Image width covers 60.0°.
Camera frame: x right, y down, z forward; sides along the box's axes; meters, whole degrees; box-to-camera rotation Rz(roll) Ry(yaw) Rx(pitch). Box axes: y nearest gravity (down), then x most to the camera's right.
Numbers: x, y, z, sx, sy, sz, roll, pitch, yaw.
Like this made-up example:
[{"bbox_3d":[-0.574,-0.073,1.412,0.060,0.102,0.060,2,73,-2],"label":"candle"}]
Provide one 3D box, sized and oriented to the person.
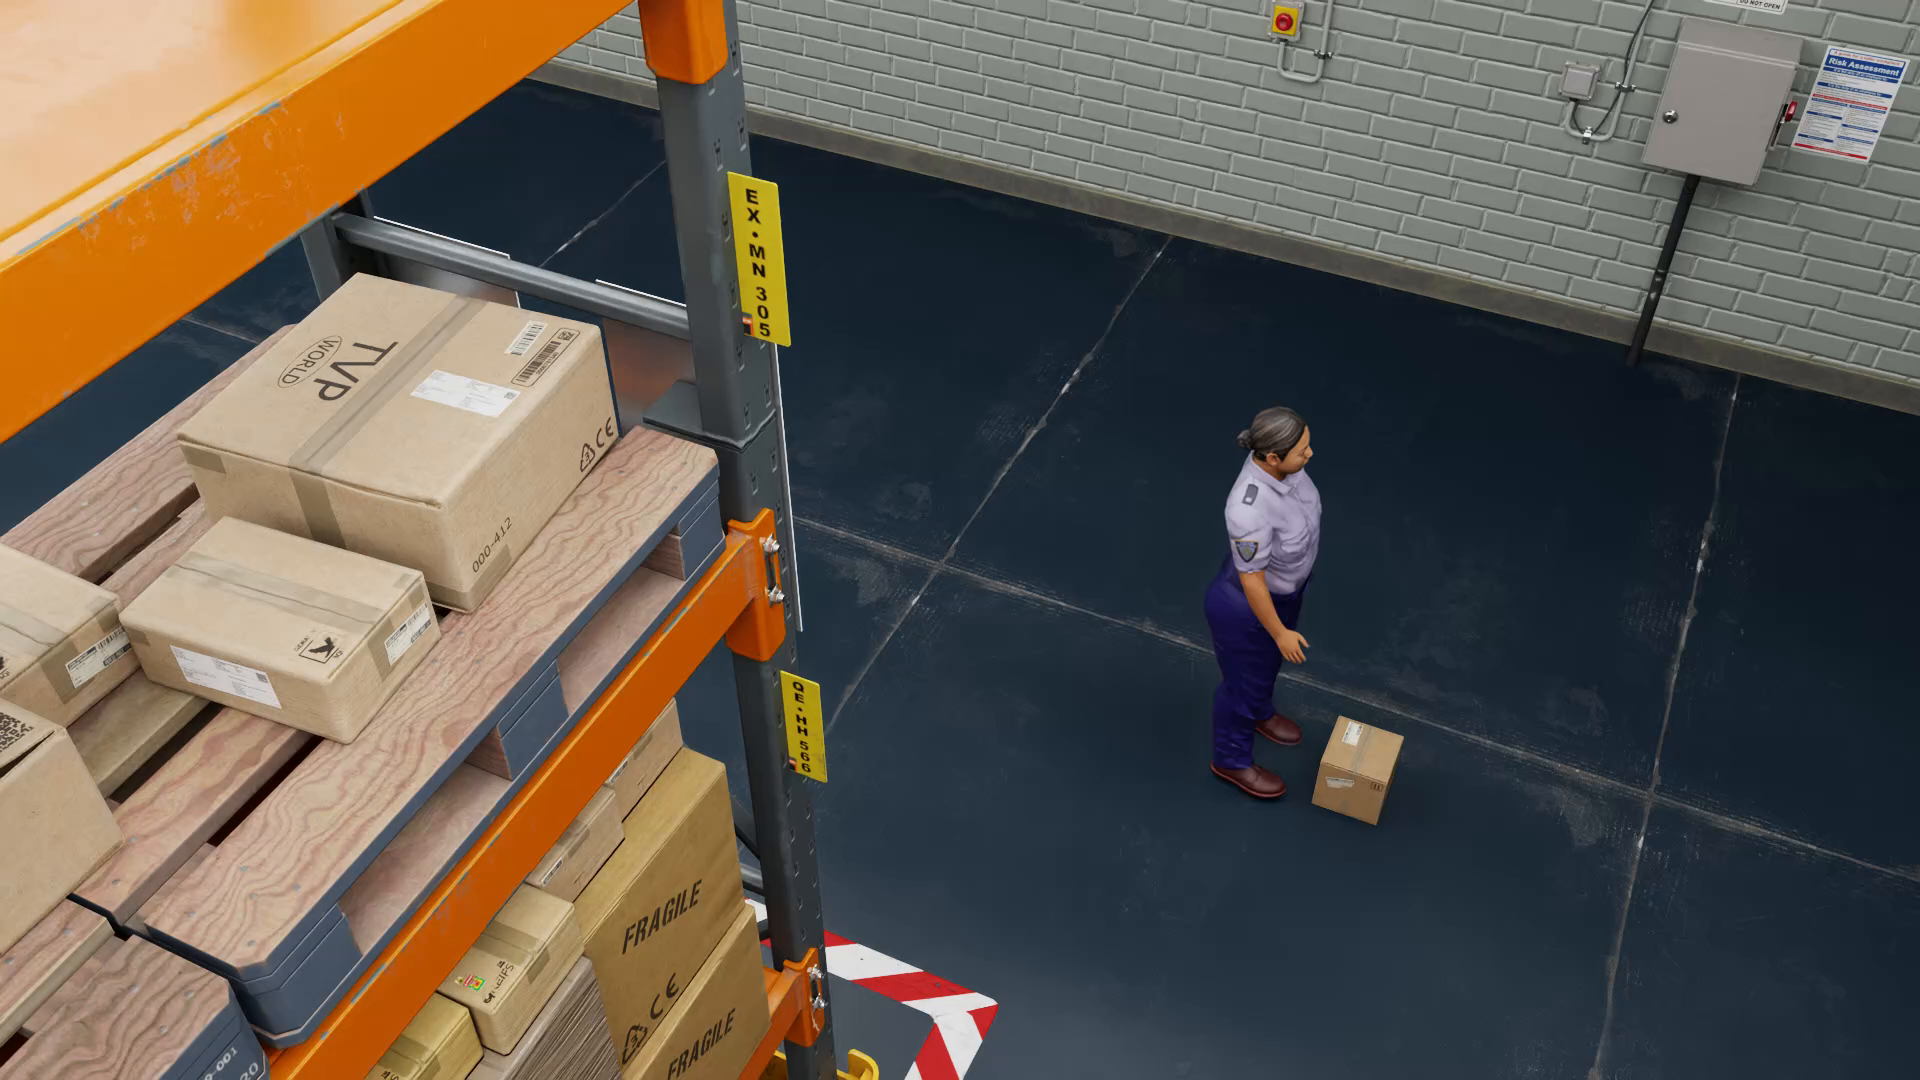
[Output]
[{"bbox_3d":[1.104,0.216,5.924,0.423,1.668,0.487,18,45,19],"label":"person"}]
